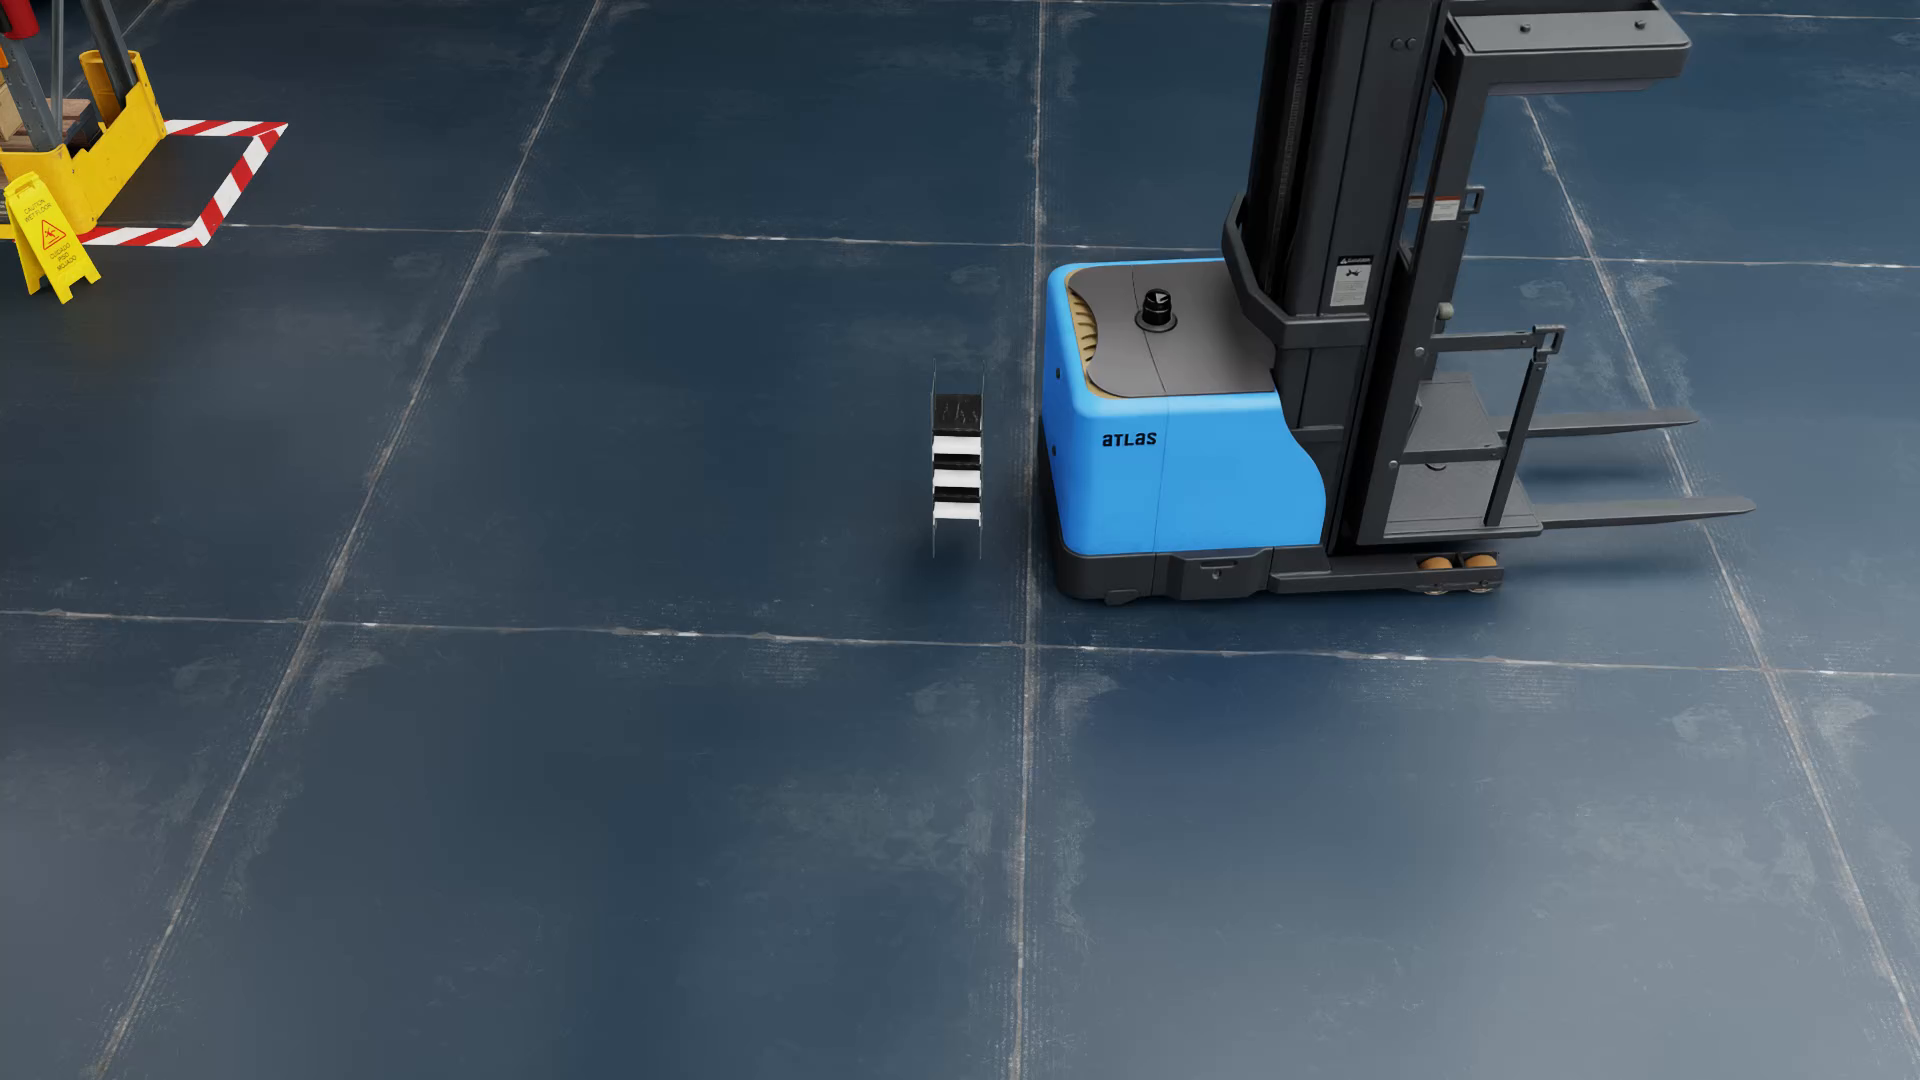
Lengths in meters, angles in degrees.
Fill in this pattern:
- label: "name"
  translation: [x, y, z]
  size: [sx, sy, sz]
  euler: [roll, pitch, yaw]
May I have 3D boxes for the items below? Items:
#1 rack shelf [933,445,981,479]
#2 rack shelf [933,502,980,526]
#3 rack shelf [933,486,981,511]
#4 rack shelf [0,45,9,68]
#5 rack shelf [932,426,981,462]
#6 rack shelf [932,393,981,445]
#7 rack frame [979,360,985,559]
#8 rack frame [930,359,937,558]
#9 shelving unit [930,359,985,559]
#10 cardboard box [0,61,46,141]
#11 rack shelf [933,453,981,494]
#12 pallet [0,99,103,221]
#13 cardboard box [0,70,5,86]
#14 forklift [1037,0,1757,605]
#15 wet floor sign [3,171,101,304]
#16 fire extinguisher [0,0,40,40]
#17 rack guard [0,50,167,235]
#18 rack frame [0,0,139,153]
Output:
- label: "rack shelf"
  translation: [-0.008, -0.371, 6.990]
  size: [0.200, 0.077, 0.258]
  euler: [2, 43, 2]
- label: "rack shelf"
  translation: [-0.008, -0.173, 7.174]
  size: [0.200, 0.077, 0.258]
  euler: [2, 43, 2]
- label: "rack shelf"
  translation: [-0.008, -0.239, 7.113]
  size: [0.200, 0.077, 0.258]
  euler: [2, 43, 2]
- label: "rack shelf"
  translation: [-6.859, -2.970, 8.851]
  size: [4.000, 0.370, 1.077]
  euler: [2, 43, 2]
- label: "rack shelf"
  translation: [-0.008, -0.437, 6.929]
  size: [0.200, 0.077, 0.258]
  euler: [2, 43, 2]
- label: "rack shelf"
  translation: [-0.008, -0.503, 6.868]
  size: [0.200, 0.077, 0.258]
  euler: [2, 43, 2]
- label: "rack frame"
  translation: [0.093, -0.326, 7.026]
  size: [0.006, 0.900, 0.240]
  euler: [2, 43, 2]
- label: "rack frame"
  translation: [-0.110, -0.333, 7.032]
  size: [0.006, 0.900, 0.240]
  euler: [2, 43, 2]
- label: "shelving unit"
  translation: [-0.008, -0.330, 7.029]
  size: [0.210, 0.900, 0.258]
  euler: [2, 43, 2]
- label: "cardboard box"
  translation: [-5.655, -2.533, 9.563]
  size: [0.500, 0.250, 0.500]
  euler: [1, 43, 2]
- label: "rack shelf"
  translation: [-0.008, -0.305, 7.052]
  size: [0.200, 0.077, 0.258]
  euler: [2, 43, 2]
- label: "pallet"
  translation: [-5.747, -2.203, 9.545]
  size: [1.213, 0.211, 1.003]
  euler: [2, 43, 2]
- label: "cardboard box"
  translation: [-5.679, -2.807, 9.307]
  size: [0.500, 0.500, 0.500]
  euler: [0, 43, 0]
- label: "forklift"
  translation: [1.897, -1.197, 6.470]
  size: [3.031, 2.935, 1.130]
  euler: [-3, 43, -3]
- label: "wet floor sign"
  translation: [-4.720, -1.576, 8.554]
  size: [0.232, 0.644, 0.267]
  euler: [16, 45, 16]
- label: "fire extinguisher"
  translation: [-4.768, -2.826, 8.225]
  size: [0.183, 0.674, 0.296]
  euler: [2, 43, 2]
- label: "rack guard"
  translation: [-4.937, -2.260, 9.394]
  size: [0.348, 0.500, 1.175]
  euler: [2, 43, 2]
- label: "rack frame"
  translation: [-4.861, -3.172, 8.540]
  size: [0.127, 3.000, 1.000]
  euler: [2, 43, 2]
